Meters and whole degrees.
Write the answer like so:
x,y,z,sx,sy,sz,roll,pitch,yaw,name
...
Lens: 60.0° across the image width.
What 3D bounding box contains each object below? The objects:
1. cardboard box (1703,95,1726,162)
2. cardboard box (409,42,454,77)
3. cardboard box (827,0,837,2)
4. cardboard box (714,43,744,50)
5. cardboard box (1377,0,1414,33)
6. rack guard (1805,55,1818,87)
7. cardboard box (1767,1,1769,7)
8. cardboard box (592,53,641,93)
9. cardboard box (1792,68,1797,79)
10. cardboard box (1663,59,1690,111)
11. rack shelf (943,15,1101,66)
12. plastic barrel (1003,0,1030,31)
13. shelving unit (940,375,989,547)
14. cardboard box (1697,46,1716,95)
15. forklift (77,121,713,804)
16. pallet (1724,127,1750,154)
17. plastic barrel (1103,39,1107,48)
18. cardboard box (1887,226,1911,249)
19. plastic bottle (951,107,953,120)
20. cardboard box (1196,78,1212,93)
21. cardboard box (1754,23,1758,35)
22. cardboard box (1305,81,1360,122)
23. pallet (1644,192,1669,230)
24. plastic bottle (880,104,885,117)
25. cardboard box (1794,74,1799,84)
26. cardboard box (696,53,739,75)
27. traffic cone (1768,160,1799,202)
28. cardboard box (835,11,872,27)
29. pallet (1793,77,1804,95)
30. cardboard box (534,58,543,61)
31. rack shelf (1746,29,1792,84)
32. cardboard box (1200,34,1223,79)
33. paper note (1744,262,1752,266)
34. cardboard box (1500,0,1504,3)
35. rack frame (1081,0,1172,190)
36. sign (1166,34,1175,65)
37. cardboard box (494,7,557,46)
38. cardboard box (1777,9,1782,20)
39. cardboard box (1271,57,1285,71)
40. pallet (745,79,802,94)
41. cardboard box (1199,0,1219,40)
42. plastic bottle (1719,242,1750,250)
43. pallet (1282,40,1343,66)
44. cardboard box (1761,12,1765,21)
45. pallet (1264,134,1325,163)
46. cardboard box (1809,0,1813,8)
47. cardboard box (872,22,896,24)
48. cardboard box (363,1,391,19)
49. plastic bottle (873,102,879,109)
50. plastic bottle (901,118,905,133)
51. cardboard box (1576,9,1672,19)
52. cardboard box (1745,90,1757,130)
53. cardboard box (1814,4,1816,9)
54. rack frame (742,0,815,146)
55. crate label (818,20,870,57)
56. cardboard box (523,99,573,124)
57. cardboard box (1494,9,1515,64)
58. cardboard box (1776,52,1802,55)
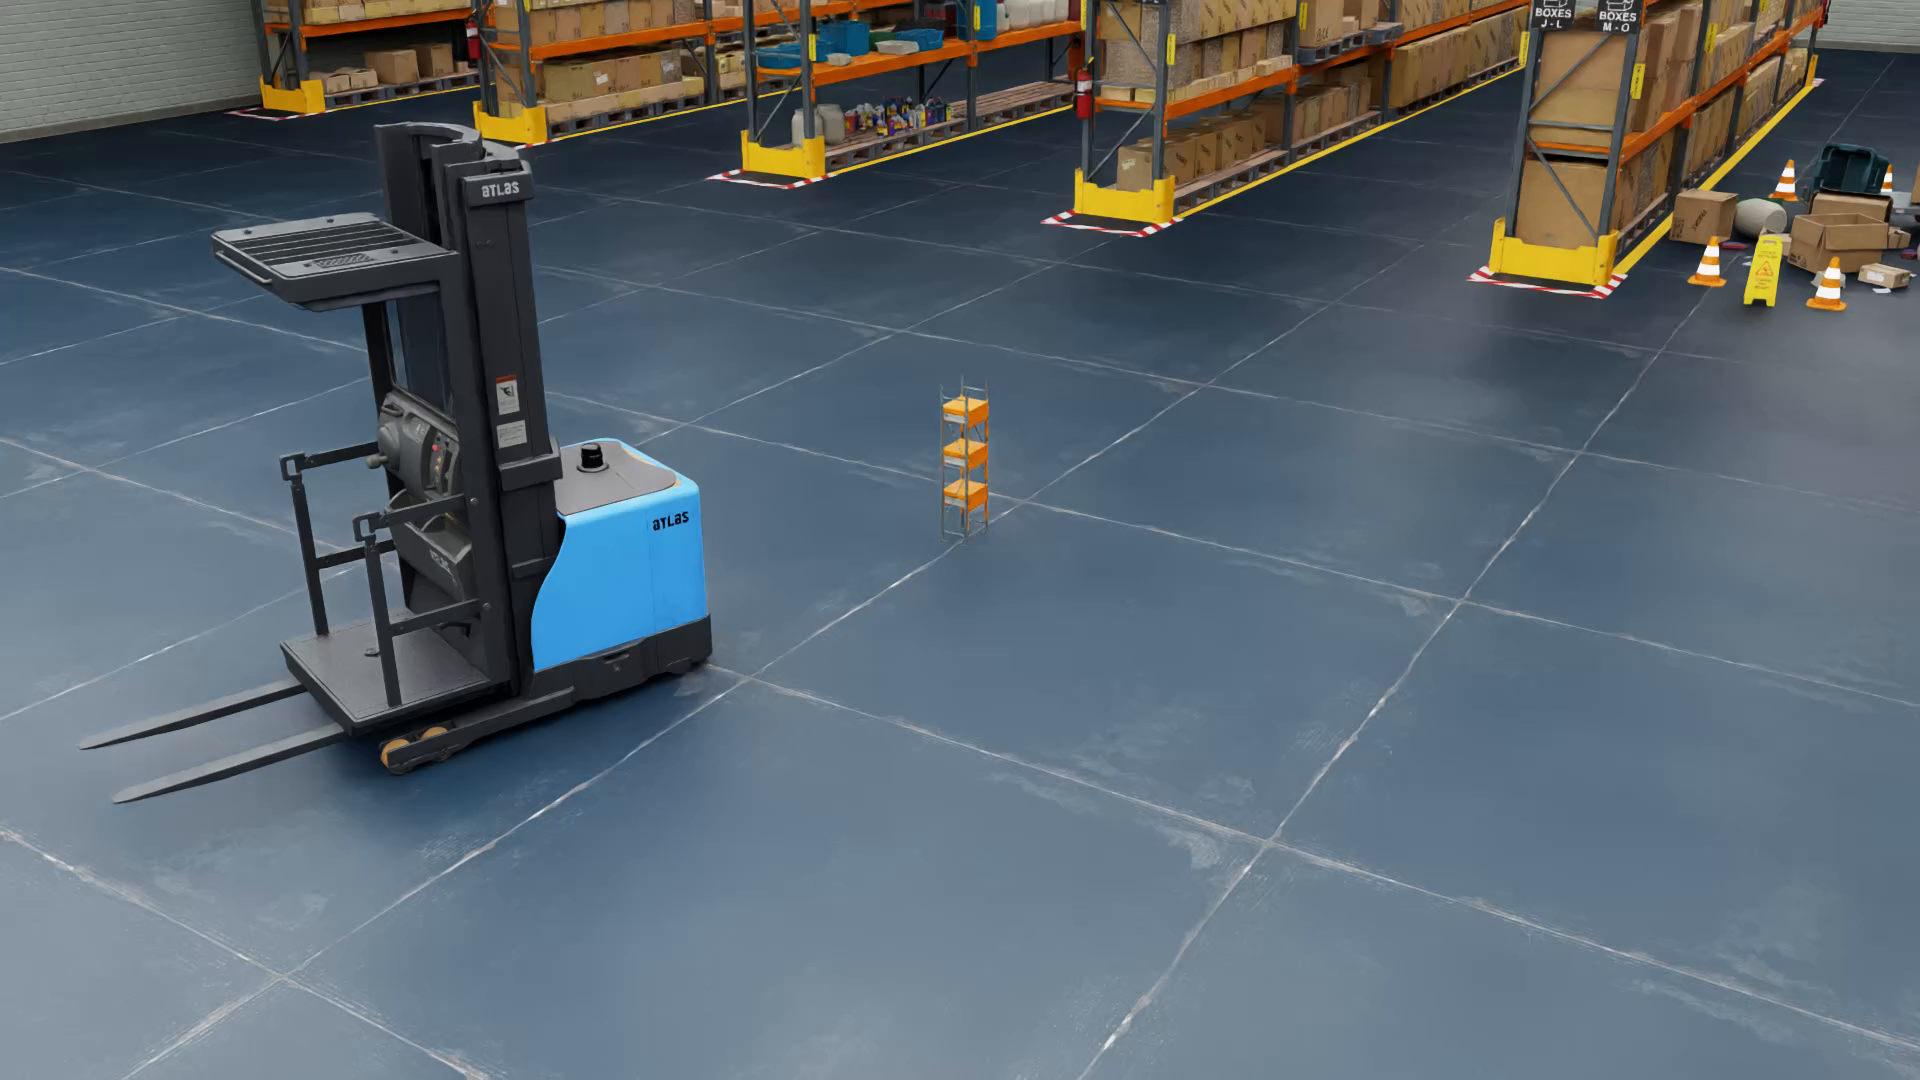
x,y,z,sx,sy,sz,roll,pitch,yaw,name
9.404,-5.474,21.923,1.050,0.750,0.750,14,27,30,cardboard box
-9.149,-8.330,28.809,0.500,0.500,0.500,12,26,25,cardboard box
-2.544,-9.793,29.707,0.500,0.311,0.500,16,28,32,cardboard box
-3.920,-8.327,28.436,0.500,0.311,0.500,14,27,29,cardboard box
6.587,-8.023,25.381,0.500,0.500,0.500,15,27,30,cardboard box
14.440,-8.324,29.348,1.175,0.500,0.348,14,27,29,rack guard
11.360,-7.706,23.814,0.380,0.149,0.250,15,27,31,cardboard box
-5.269,-7.162,25.507,0.500,0.500,0.500,14,27,29,cardboard box
13.636,-7.745,27.550,0.380,0.149,0.250,14,27,29,cardboard box
7.694,-5.198,18.792,0.875,0.550,0.550,14,27,29,cardboard box
0.836,-7.903,26.135,1.077,0.370,4.000,14,27,29,rack shelf
0.859,-8.145,25.617,0.433,0.535,0.433,0,23,0,plastic barrel
0.028,-0.500,10.583,0.215,1.050,0.252,14,27,29,shelving unit
8.656,-5.613,19.815,0.500,0.500,0.500,14,27,30,cardboard box
-2.826,-0.440,8.076,3.031,2.935,1.130,-18,29,-35,forklift
10.673,-5.780,23.836,1.003,0.211,1.213,14,27,29,pallet
2.731,-8.544,29.217,0.600,0.588,0.708,14,27,29,plastic barrel
10.155,-3.363,18.185,0.258,0.266,0.396,-3,24,-7,cardboard box
-0.145,-6.288,24.467,0.097,0.201,0.097,0,23,0,plastic bottle
2.777,-5.434,19.843,0.380,0.149,0.250,14,27,29,cardboard box
10.951,-7.164,23.311,0.380,0.149,0.250,15,28,32,cardboard box
5.481,-6.504,24.592,0.700,0.500,0.500,11,26,25,cardboard box
7.682,-3.926,19.554,1.003,0.211,1.213,14,27,29,pallet
-1.142,-6.201,24.179,0.097,0.271,0.097,0,23,0,plastic bottle
13.917,-7.795,28.041,0.380,0.149,0.250,13,26,27,cardboard box
-3.995,-7.873,27.386,0.500,0.311,0.500,14,27,29,cardboard box
10.140,-4.418,20.374,0.336,0.463,0.334,14,27,29,traffic cone
-1.995,-9.731,31.101,0.500,0.250,0.500,15,28,31,cardboard box
13.981,-7.924,28.789,1.003,0.211,1.213,14,27,29,pallet
-8.031,-9.126,30.647,0.700,0.500,0.500,13,27,28,cardboard box
11.315,-7.141,24.376,1.077,0.370,4.000,14,27,29,rack shelf
2.655,-5.886,20.070,0.875,0.500,0.500,14,27,29,cardboard box
8.287,-2.892,17.395,0.142,0.017,0.144,-17,29,-35,paper note
9.469,-9.661,29.608,0.380,0.149,0.250,13,27,27,cardboard box
1.879,-5.170,18.916,1.000,3.000,0.127,14,27,29,rack frame
2.340,-5.453,18.482,0.100,0.325,0.005,14,27,29,sign
-6.278,-7.448,24.053,0.700,0.500,0.500,14,27,29,cardboard box
12.192,-7.960,25.150,0.380,0.149,0.250,14,27,29,cardboard box
3.986,-6.188,21.585,0.380,0.149,0.250,14,27,29,cardboard box
-3.427,-7.988,28.936,1.003,0.211,1.213,14,27,29,pallet
2.671,-6.107,19.322,0.500,0.500,0.500,14,27,29,cardboard box
8.409,-3.192,18.046,0.283,0.061,0.133,5,24,11,plastic bottle
4.516,-6.659,22.599,1.003,0.211,1.213,14,27,29,pallet
11.230,-7.483,23.674,0.380,0.149,0.250,14,27,29,cardboard box
4.399,-5.503,23.197,1.003,0.211,1.213,14,27,29,pallet
13.654,-8.961,27.174,0.500,0.500,0.500,15,28,32,cardboard box
-1.476,-9.720,32.019,0.500,0.500,0.500,13,26,27,cardboard box
-9.682,-8.671,27.168,0.500,0.250,0.500,13,27,28,cardboard box
-1.219,-6.217,24.201,0.061,0.283,0.133,15,28,31,plastic bottle
-0.822,-5.855,23.468,0.097,0.201,0.097,0,23,0,plastic bottle
7.060,-5.349,17.783,0.875,0.550,0.500,14,27,29,cardboard box
11.112,-6.198,23.909,0.500,0.500,0.500,14,27,30,cardboard box
14.385,-9.136,28.394,0.380,0.149,0.250,14,27,29,cardboard box
-2.329,-6.208,21.314,1.000,3.000,0.127,14,27,29,rack frame
-1.587,-6.902,22.873,0.502,0.435,0.616,14,27,29,crate label
-6.063,-6.312,24.488,0.500,0.250,0.500,14,27,29,cardboard box
9.570,-9.248,30.482,0.875,0.875,0.875,14,27,29,cardboard box
14.015,-8.161,28.138,0.380,0.149,0.250,13,26,27,cardboard box
